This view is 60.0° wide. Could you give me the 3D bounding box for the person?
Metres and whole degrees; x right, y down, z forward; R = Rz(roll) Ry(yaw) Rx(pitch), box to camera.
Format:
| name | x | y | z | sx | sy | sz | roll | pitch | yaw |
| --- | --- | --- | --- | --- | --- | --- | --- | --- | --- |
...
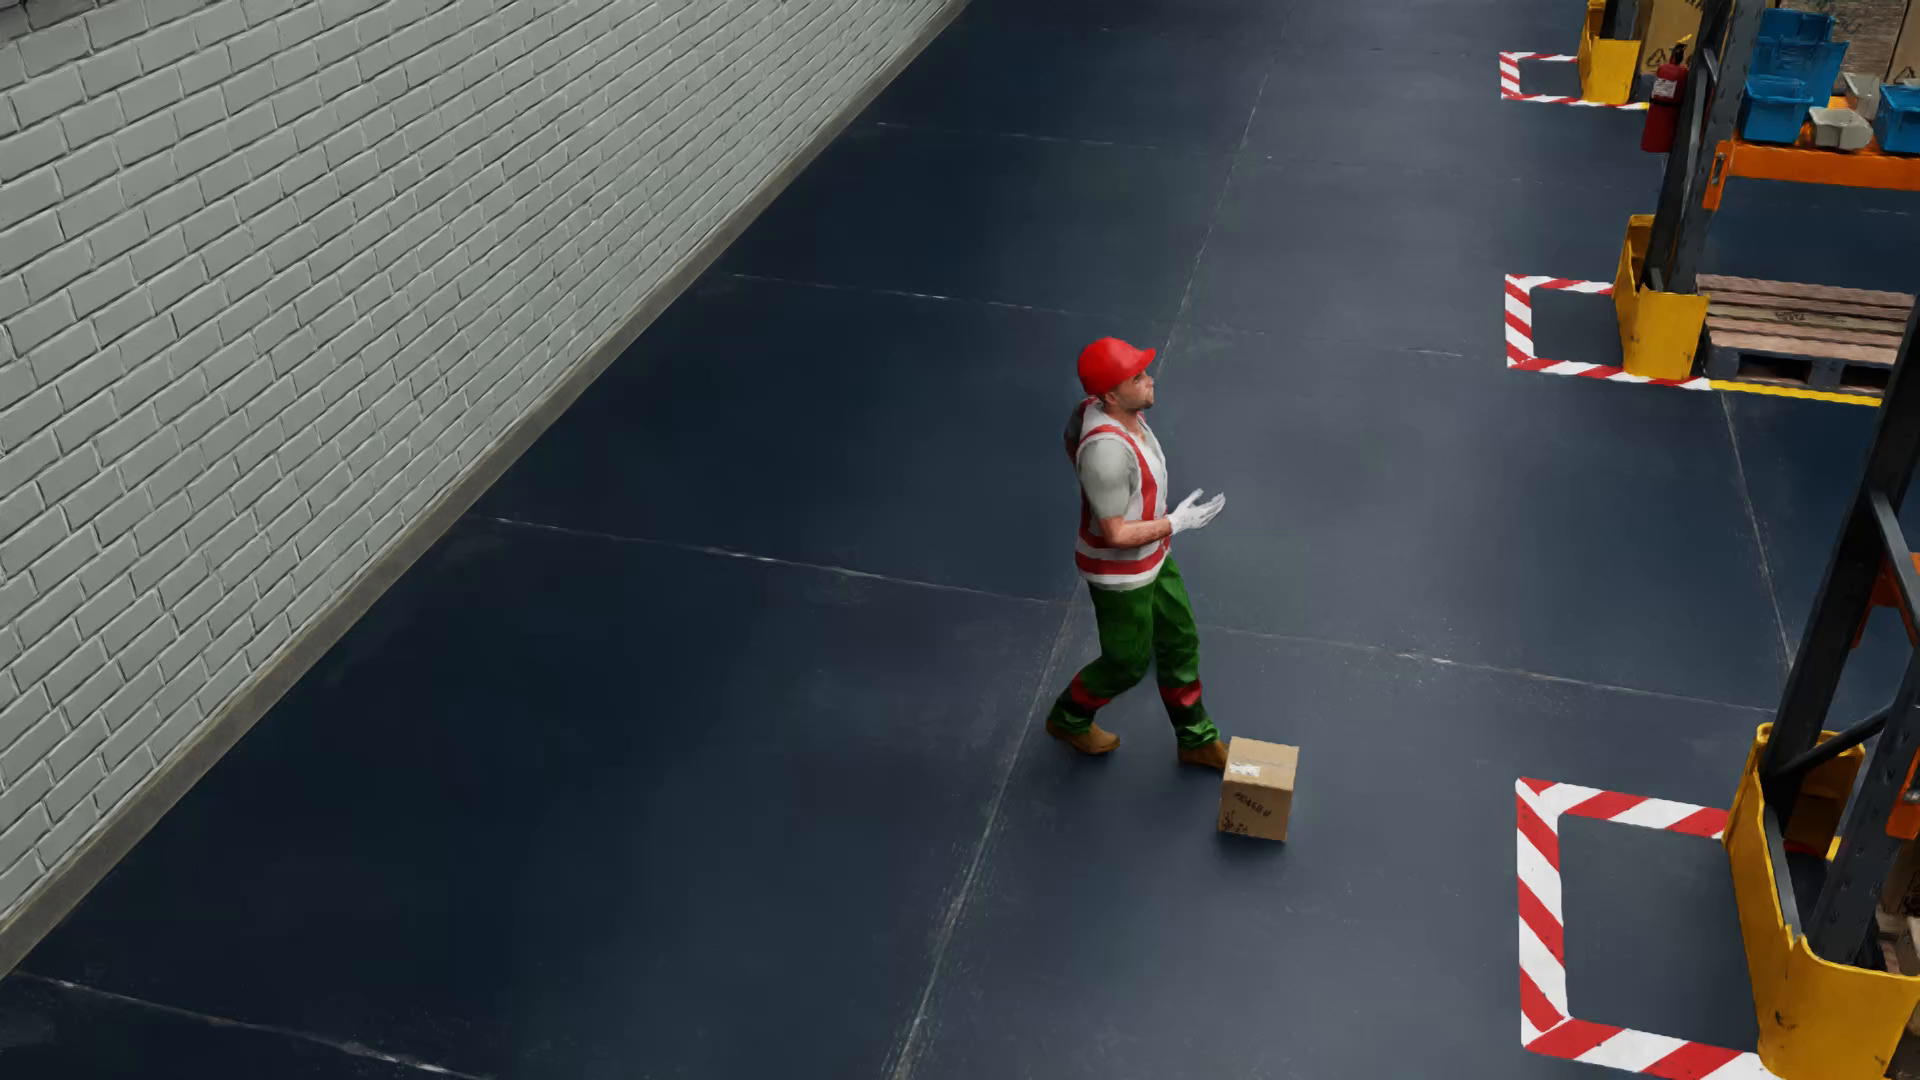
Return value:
| name | x | y | z | sx | sy | sz | roll | pitch | yaw |
| --- | --- | --- | --- | --- | --- | --- | --- | --- | --- |
| person | 0.702 | 0.110 | 5.960 | 0.825 | 1.766 | 0.615 | 12 | 34 | 17 |
